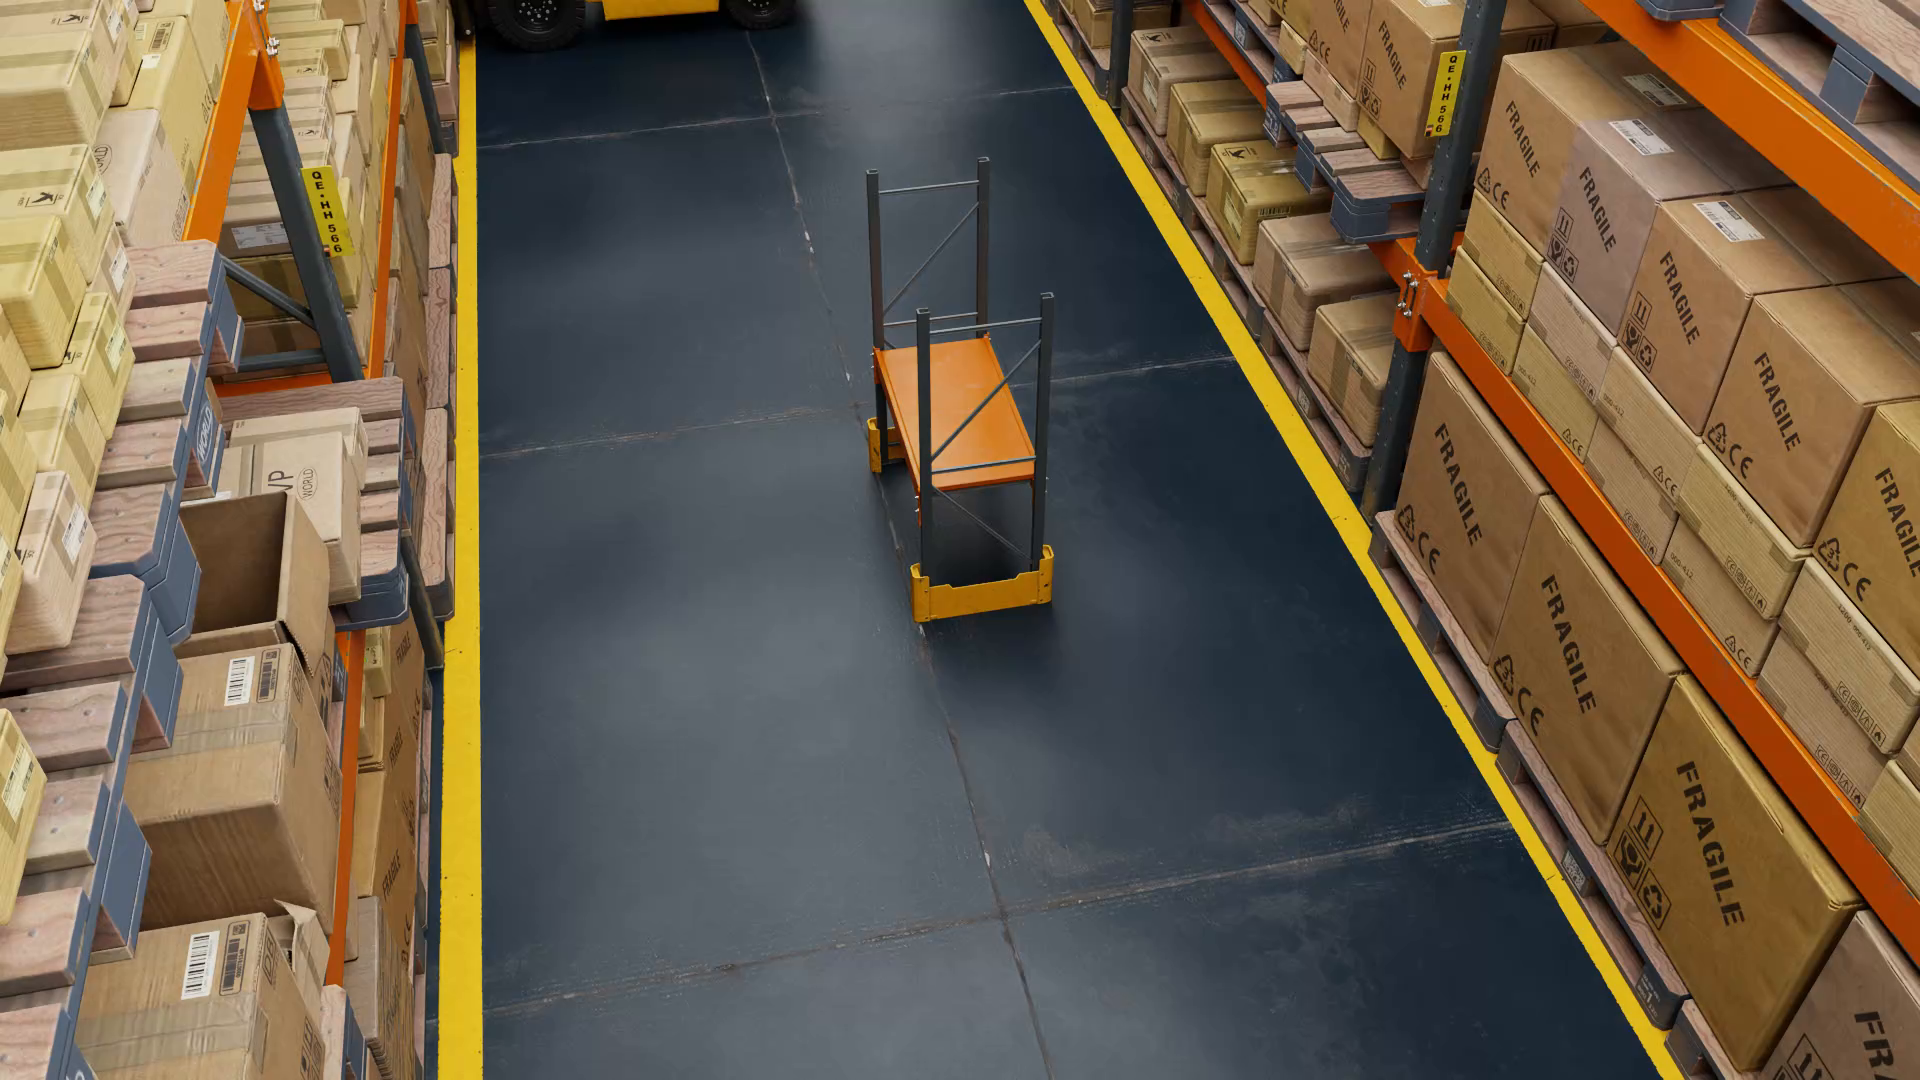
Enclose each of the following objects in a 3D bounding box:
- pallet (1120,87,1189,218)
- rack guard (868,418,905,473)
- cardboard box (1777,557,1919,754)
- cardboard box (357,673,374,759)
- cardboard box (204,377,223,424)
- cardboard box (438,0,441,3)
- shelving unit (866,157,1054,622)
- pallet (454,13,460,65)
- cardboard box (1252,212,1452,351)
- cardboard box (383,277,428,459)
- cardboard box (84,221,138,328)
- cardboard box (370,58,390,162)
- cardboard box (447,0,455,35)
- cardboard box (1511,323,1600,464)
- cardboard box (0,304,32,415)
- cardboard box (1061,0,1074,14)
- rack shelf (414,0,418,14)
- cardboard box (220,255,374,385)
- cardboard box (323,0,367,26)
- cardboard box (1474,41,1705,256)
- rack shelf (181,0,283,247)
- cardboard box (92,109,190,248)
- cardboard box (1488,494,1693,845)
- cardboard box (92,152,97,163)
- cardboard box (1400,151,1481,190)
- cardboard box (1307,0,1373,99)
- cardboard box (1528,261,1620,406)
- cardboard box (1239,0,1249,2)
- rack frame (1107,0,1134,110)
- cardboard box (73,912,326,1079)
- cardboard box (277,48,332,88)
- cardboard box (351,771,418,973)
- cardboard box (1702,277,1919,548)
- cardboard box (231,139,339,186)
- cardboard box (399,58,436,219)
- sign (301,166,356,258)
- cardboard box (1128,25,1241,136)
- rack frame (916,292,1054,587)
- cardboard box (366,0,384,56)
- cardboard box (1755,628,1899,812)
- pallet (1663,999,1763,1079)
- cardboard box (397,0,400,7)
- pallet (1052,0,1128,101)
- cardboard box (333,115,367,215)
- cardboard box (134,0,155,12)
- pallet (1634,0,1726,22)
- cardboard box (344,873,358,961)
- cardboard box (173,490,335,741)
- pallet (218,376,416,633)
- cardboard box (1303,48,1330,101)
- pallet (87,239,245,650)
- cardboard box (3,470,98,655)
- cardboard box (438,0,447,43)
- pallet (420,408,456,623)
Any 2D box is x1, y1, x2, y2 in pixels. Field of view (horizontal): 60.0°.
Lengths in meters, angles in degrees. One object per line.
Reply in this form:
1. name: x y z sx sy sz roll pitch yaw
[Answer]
1. pallet: 1.583 -2.329 9.715 1.003 0.211 1.213 -8 42 -9
2. rack guard: -0.124 -0.466 7.586 0.587 0.250 0.087 -8 42 -9
3. cardboard box: 2.574 0.270 4.423 0.500 0.250 0.500 -7 42 -8
4. cardboard box: -2.113 0.599 5.394 0.380 0.149 0.250 -10 43 -11
5. cardboard box: -2.611 -0.408 5.059 0.500 0.500 0.500 -6 42 -7
6. cardboard box: -3.331 -3.357 9.774 0.500 0.250 0.500 -8 42 -9
7. shelving unit: -0.016 -0.610 6.808 0.587 1.500 1.083 -8 42 -9
8. pallet: -3.830 -3.434 10.959 1.003 0.211 1.213 -8 42 -9
9. cardboard box: 1.997 -1.303 8.121 0.950 0.372 0.625 -9 42 -10
10. cardboard box: -2.839 -0.668 7.215 0.875 0.625 0.625 -7 42 -8
11. cardboard box: -1.739 -0.443 3.027 0.380 0.149 0.250 -7 42 -8
12. cardboard box: -2.759 -1.833 7.168 0.500 0.250 0.500 -7 42 -8
13. cardboard box: -3.465 -3.310 10.475 0.500 0.250 0.500 -8 42 -9
14. cardboard box: 2.264 -0.544 5.716 0.500 0.250 0.500 -9 42 -11
15. cardboard box: -1.676 -0.221 2.553 0.380 0.149 0.250 -8 42 -9
16. cardboard box: 0.898 -3.694 10.906 0.500 0.250 0.500 -9 42 -10
17. rack shelf: -3.865 -4.190 10.253 1.077 0.370 4.000 -8 42 -9
18. cardboard box: -2.427 -0.836 6.046 0.500 0.250 0.500 -8 42 -9
19. cardboard box: -2.705 -2.268 6.982 0.380 0.149 0.250 -9 42 -10
20. cardboard box: 2.144 -1.340 5.672 0.500 0.500 0.500 -10 43 -11
21. rack shelf: -2.138 -0.126 3.415 1.077 0.370 4.000 -8 42 -9
22. cardboard box: -2.004 -0.688 3.619 0.500 0.250 0.500 -8 42 -9
23. cardboard box: 2.533 0.392 5.833 0.875 0.875 0.875 -8 42 -9
24. cardboard box: -2.006 -0.752 3.390 0.380 0.149 0.250 -7 42 -8
25. cardboard box: 1.976 -1.525 6.582 0.380 0.149 0.250 -7 42 -8
26. cardboard box: 1.785 -2.178 6.828 0.500 0.500 0.500 -9 42 -10
27. cardboard box: 2.255 -0.715 5.533 0.500 0.250 0.500 -7 42 -8
28. cardboard box: 1.478 -2.687 7.891 0.380 0.149 0.250 -7 42 -8
29. rack frame: 1.413 -3.876 9.357 1.000 3.000 0.127 -8 42 -9
30. cardboard box: -1.704 1.147 3.307 0.700 0.500 0.500 -8 42 -9
31. cardboard box: -2.642 -1.761 6.410 0.380 0.149 0.250 -8 42 -9
32. cardboard box: -2.055 1.116 5.300 0.500 0.500 0.500 -7 42 -7
33. cardboard box: 2.463 -0.355 4.562 0.500 0.500 0.500 -8 42 -9
34. cardboard box: -2.409 -1.272 5.859 0.380 0.149 0.250 -7 42 -8
35. cardboard box: -3.309 -2.095 8.823 0.875 0.625 0.625 -7 42 -7
36. sign: -2.042 -1.057 5.369 0.100 0.325 0.005 -8 42 -9
37. cardboard box: 1.529 -2.711 9.708 0.950 0.372 0.625 -8 42 -9
38. rack frame: 0.091 -0.287 6.443 0.500 1.500 0.032 -8 42 -9
39. cardboard box: -2.854 -2.347 7.371 0.500 0.250 0.500 -8 42 -8
40. cardboard box: 2.598 0.451 4.596 0.500 0.250 0.500 -9 42 -10
41. pallet: 2.900 1.863 4.993 1.003 0.211 1.213 -8 42 -9
42. cardboard box: -3.069 -2.817 8.277 0.500 0.250 0.500 -7 42 -8
43. pallet: 1.234 -3.264 10.768 1.003 0.211 1.213 -8 42 -9
44. cardboard box: -2.534 -1.348 6.246 0.500 0.250 0.500 -7 42 -8
45. cardboard box: -2.221 -1.419 4.142 0.380 0.149 0.250 -9 42 -10
46. pallet: 2.467 -1.925 5.042 1.213 0.211 1.003 -7 42 -7
47. cardboard box: -1.957 1.113 4.815 0.380 0.149 0.250 -10 43 -11
48. cardboard box: -2.037 0.266 4.297 0.797 0.503 0.637 -9 42 -10
49. pallet: -2.355 -0.069 5.213 1.213 0.211 1.003 -8 42 -9
50. cardboard box: 1.703 -2.010 7.128 0.380 0.149 0.250 -10 43 -11
51. pallet: -2.005 -0.133 3.023 1.213 0.211 1.003 -8 42 -9
52. cardboard box: -1.526 0.051 2.471 0.380 0.149 0.250 -8 42 -9
53. cardboard box: -3.346 -3.162 9.931 0.500 0.250 0.500 -9 42 -10
54. pallet: -2.709 -0.066 7.166 1.003 0.211 1.213 -8 42 -9
